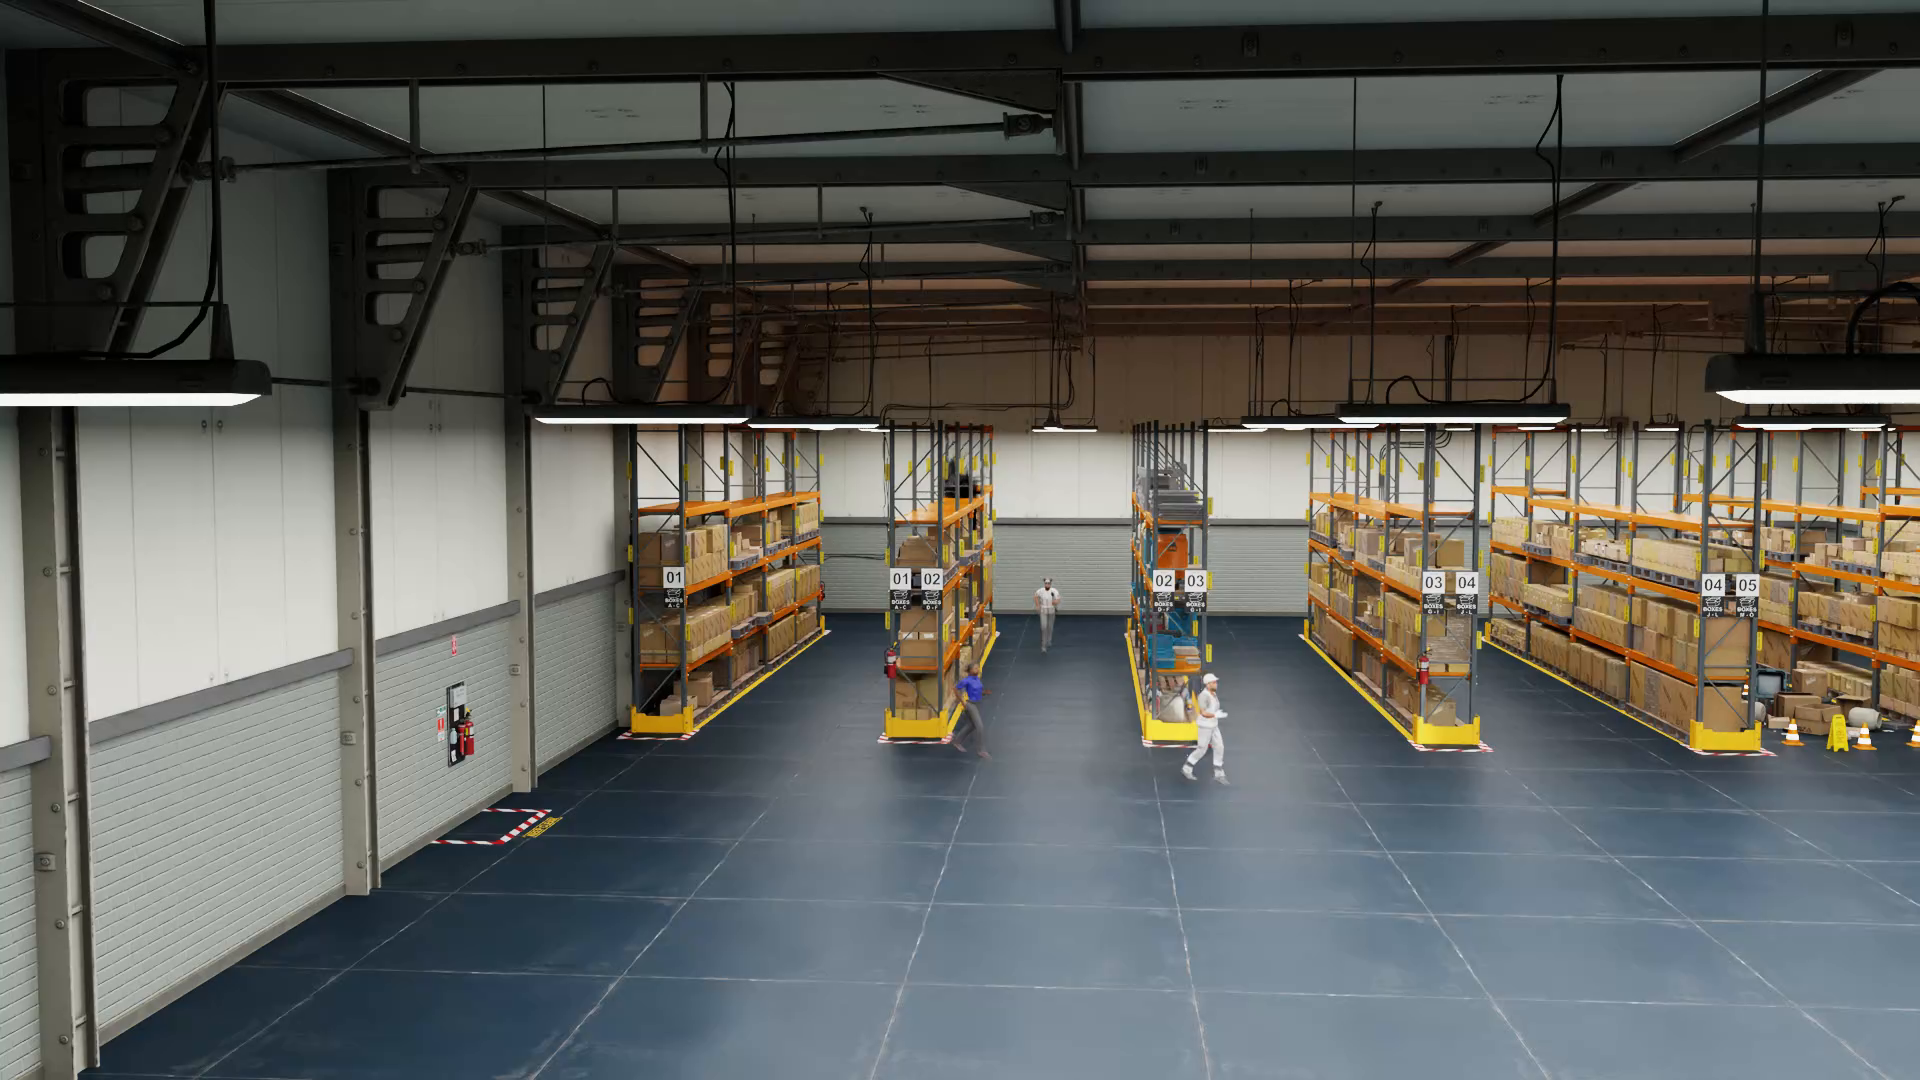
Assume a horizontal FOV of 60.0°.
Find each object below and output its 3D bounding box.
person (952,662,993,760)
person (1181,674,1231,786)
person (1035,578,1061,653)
[{"bbox_3d":[0.218,3.012,29.518,0.872,1.686,0.560,2,4,27],"label":"person"},{"bbox_3d":[4.041,3.102,27.250,0.817,1.844,0.682,2,4,30],"label":"person"},{"bbox_3d":[2.246,1.895,42.366,0.643,1.887,0.773,0,4,-4],"label":"person"}]
